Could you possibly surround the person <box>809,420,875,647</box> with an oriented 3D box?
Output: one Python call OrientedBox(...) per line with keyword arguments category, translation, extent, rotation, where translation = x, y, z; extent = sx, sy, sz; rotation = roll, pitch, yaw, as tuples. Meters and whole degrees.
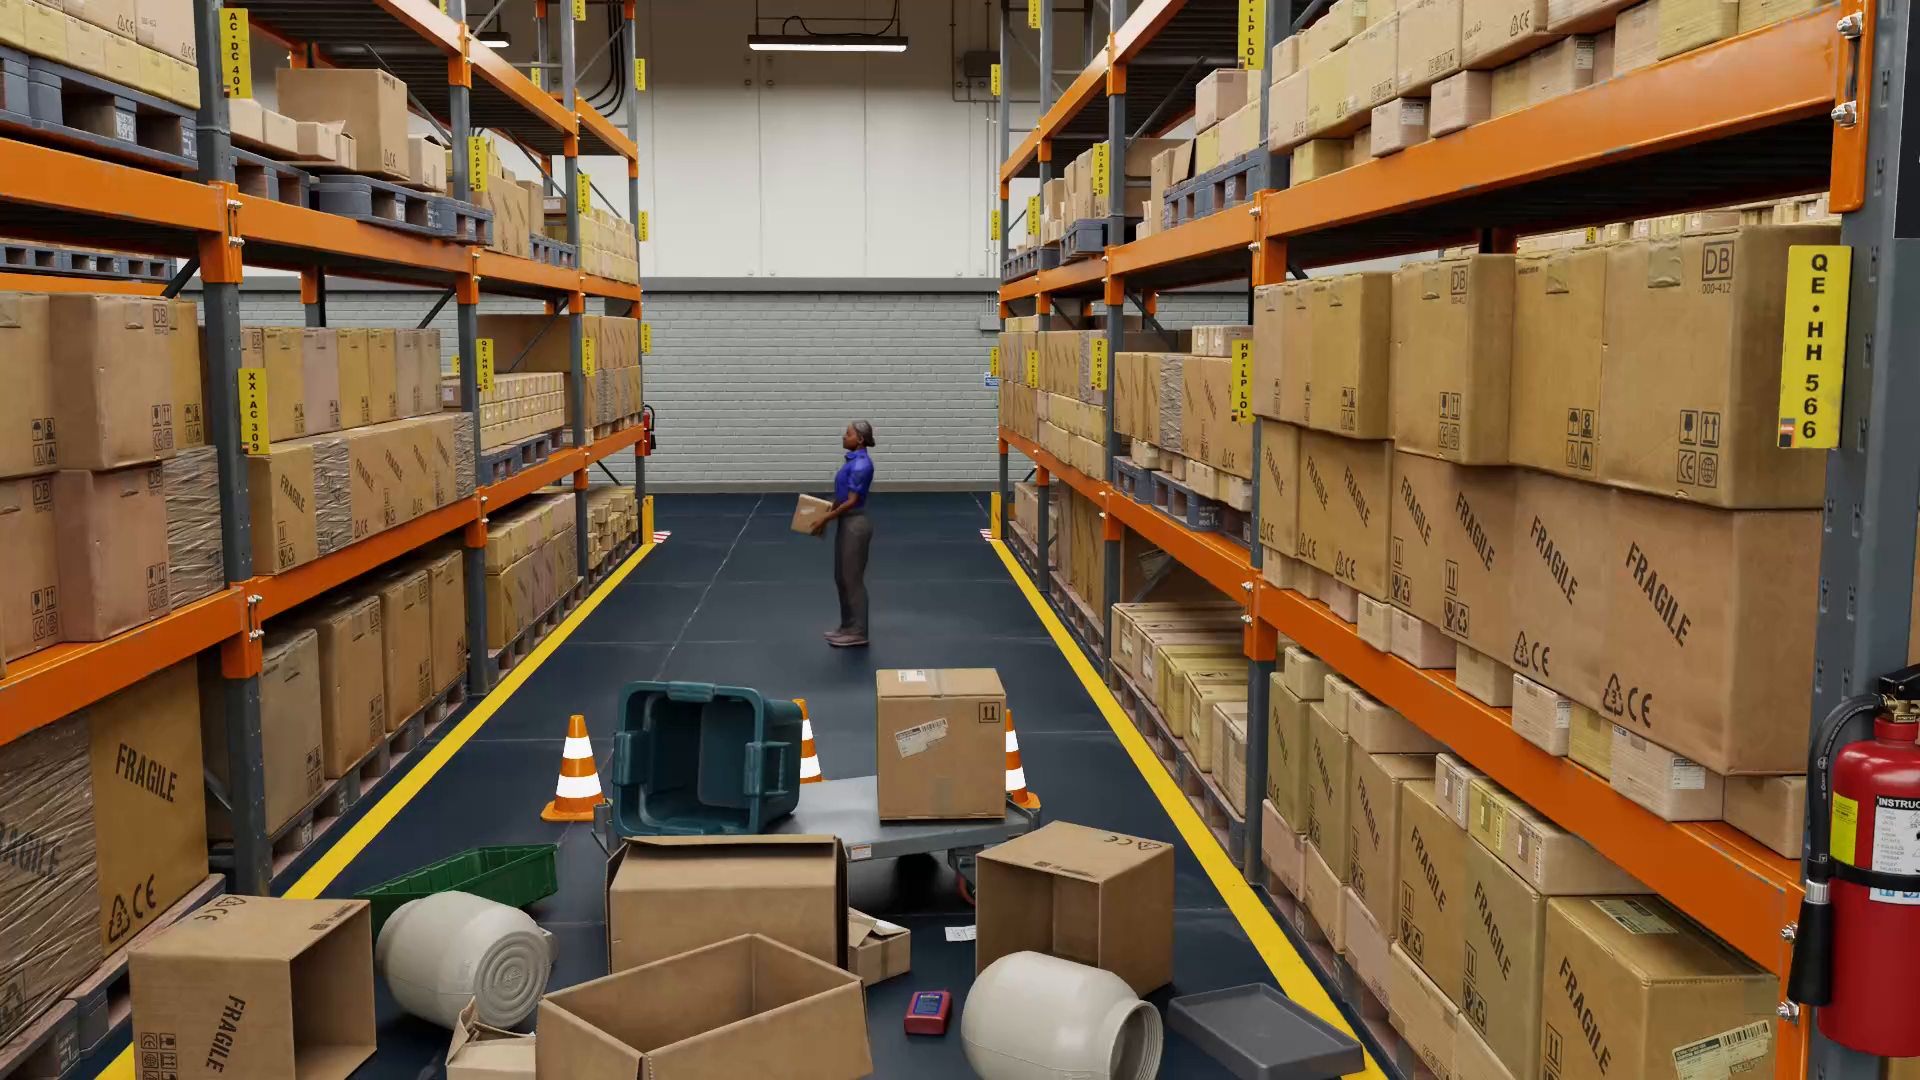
OrientedBox(category="person", translation=(-0.868, -0.054, 12.210), extent=(0.503, 1.656, 0.479), rotation=(-1, 7, -10))
